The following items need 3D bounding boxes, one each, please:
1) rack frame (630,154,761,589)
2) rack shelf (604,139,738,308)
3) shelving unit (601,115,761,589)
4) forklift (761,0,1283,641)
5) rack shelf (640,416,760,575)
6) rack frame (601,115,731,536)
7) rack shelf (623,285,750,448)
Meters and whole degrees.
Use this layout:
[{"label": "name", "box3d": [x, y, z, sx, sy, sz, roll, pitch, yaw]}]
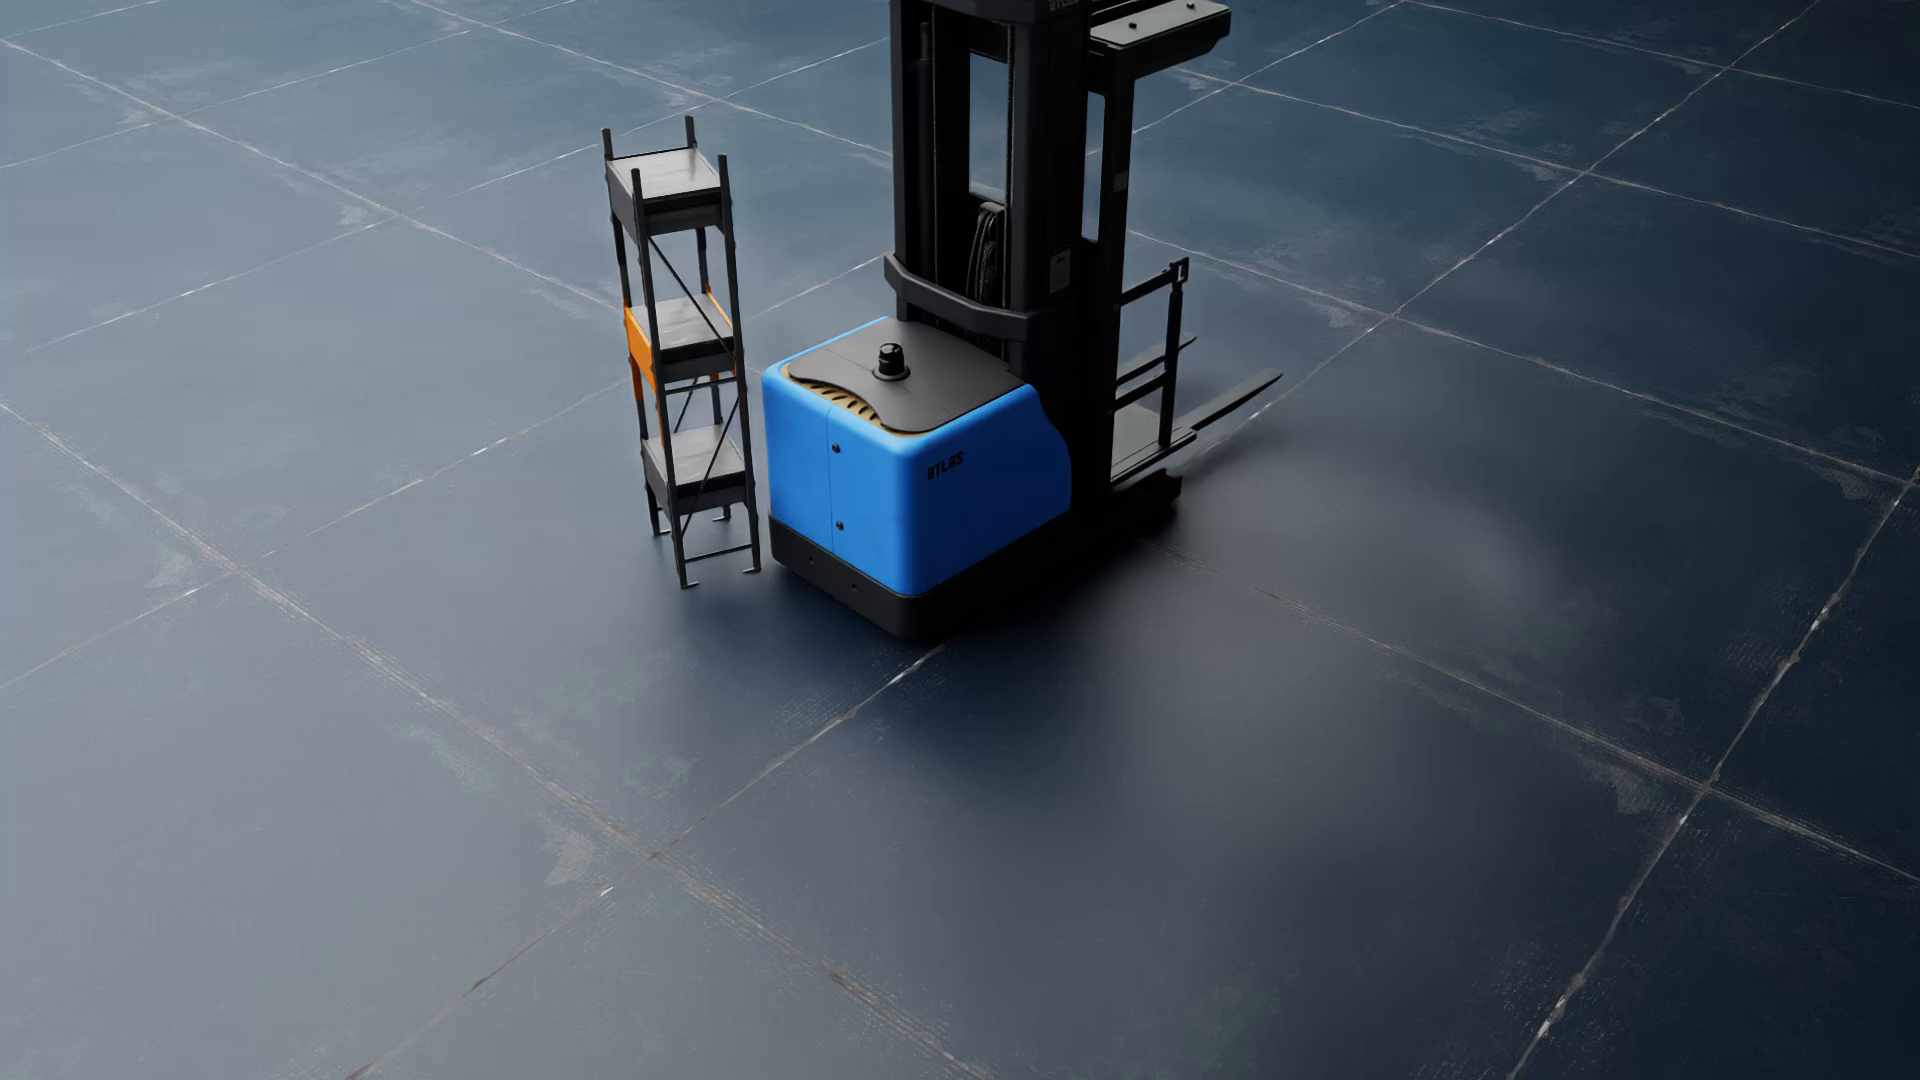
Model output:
[{"label": "rack frame", "box3d": [-1.148, -0.681, 7.386, 0.400, 2.100, 0.015, -14, 37, -19]}, {"label": "rack shelf", "box3d": [-1.247, -1.373, 7.182, 0.431, 0.518, 0.480, -14, 37, -19]}, {"label": "shelving unit", "box3d": [-1.247, -0.807, 7.570, 0.431, 2.100, 0.503, -14, 37, -19]}, {"label": "forklift", "box3d": [0.487, -1.487, 7.826, 3.031, 2.935, 1.130, -29, 44, -36]}, {"label": "rack shelf", "box3d": [-1.246, -0.219, 7.975, 0.431, 0.518, 0.480, -14, 37, -19]}, {"label": "rack frame", "box3d": [-1.345, -0.934, 7.755, 0.400, 2.100, 0.015, -14, 37, -19]}, {"label": "rack shelf", "box3d": [-1.247, -0.796, 7.578, 0.431, 0.518, 0.480, -14, 37, -19]}]
